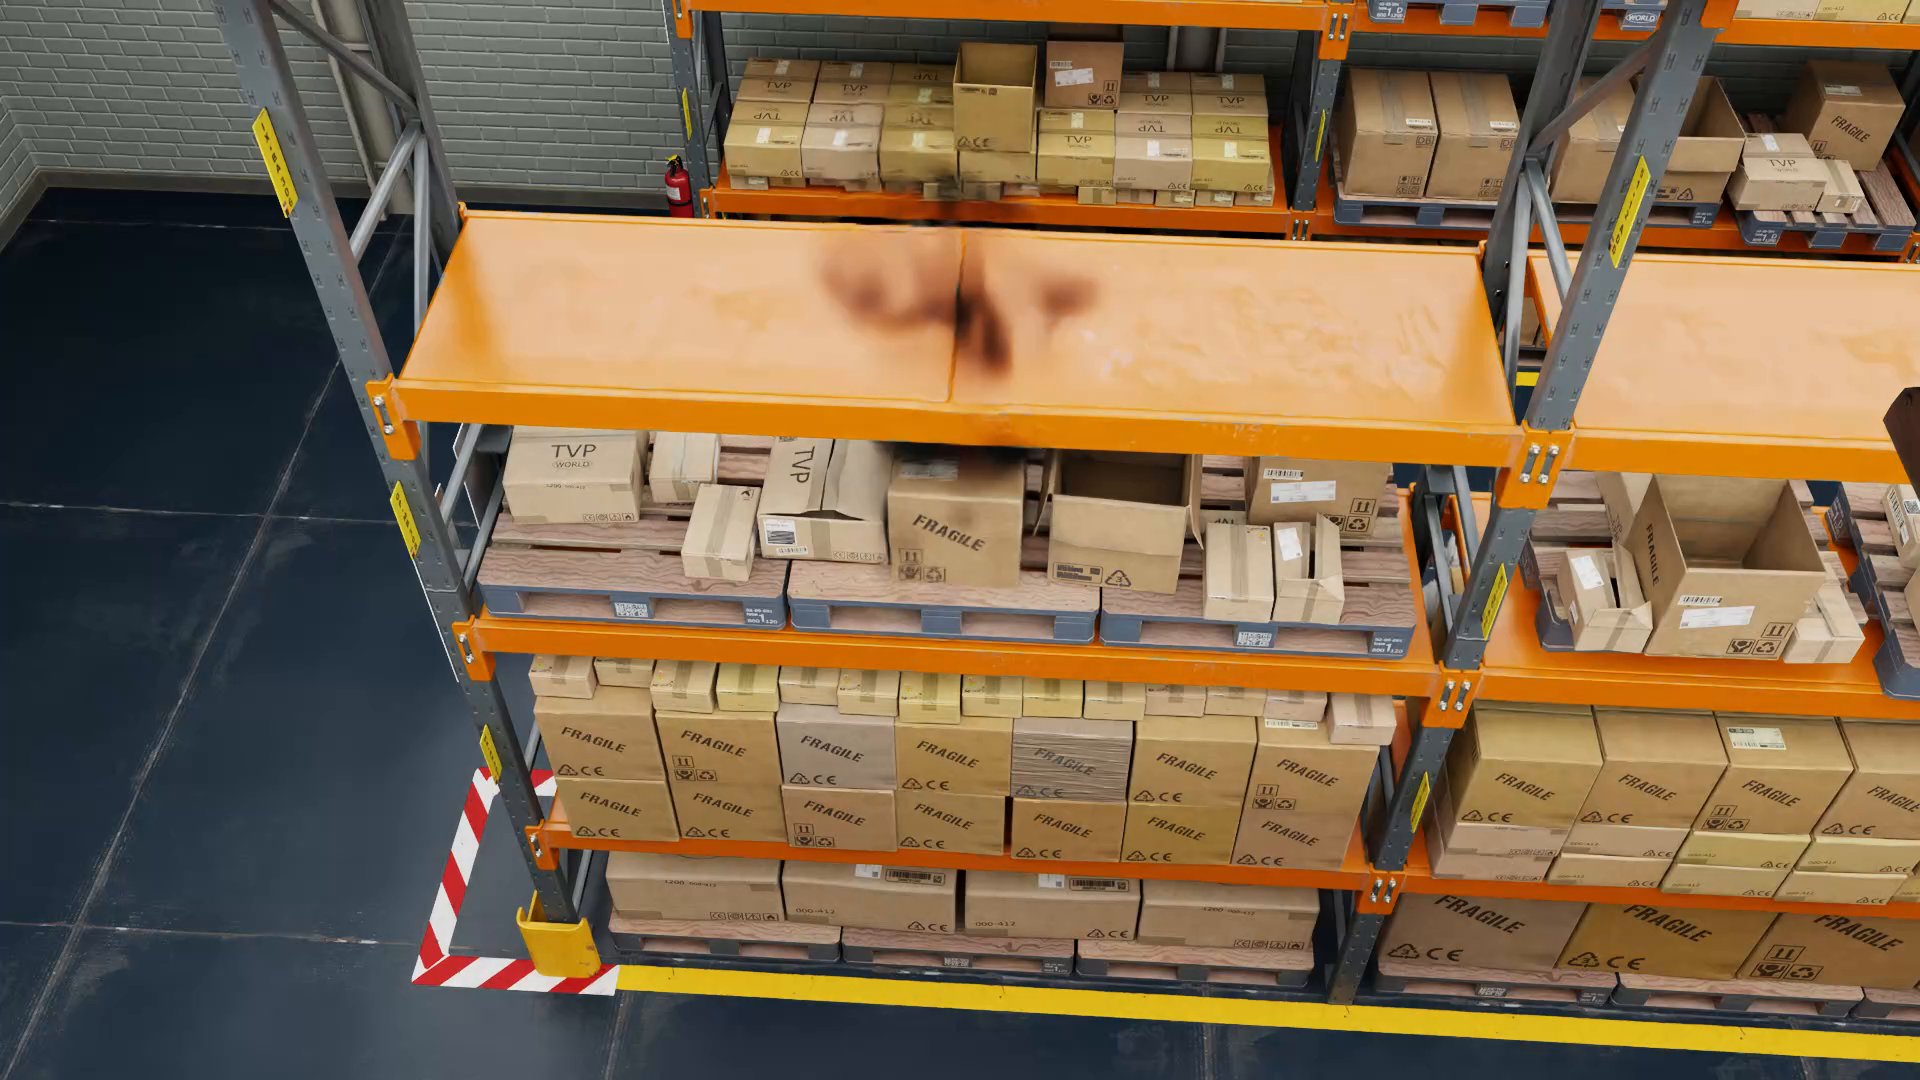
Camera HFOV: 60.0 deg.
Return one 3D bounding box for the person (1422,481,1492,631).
[{"bbox_3d":[2.811,0.312,9.263,0.681,1.685,0.659,-2,48,-2],"label":"person"}]
